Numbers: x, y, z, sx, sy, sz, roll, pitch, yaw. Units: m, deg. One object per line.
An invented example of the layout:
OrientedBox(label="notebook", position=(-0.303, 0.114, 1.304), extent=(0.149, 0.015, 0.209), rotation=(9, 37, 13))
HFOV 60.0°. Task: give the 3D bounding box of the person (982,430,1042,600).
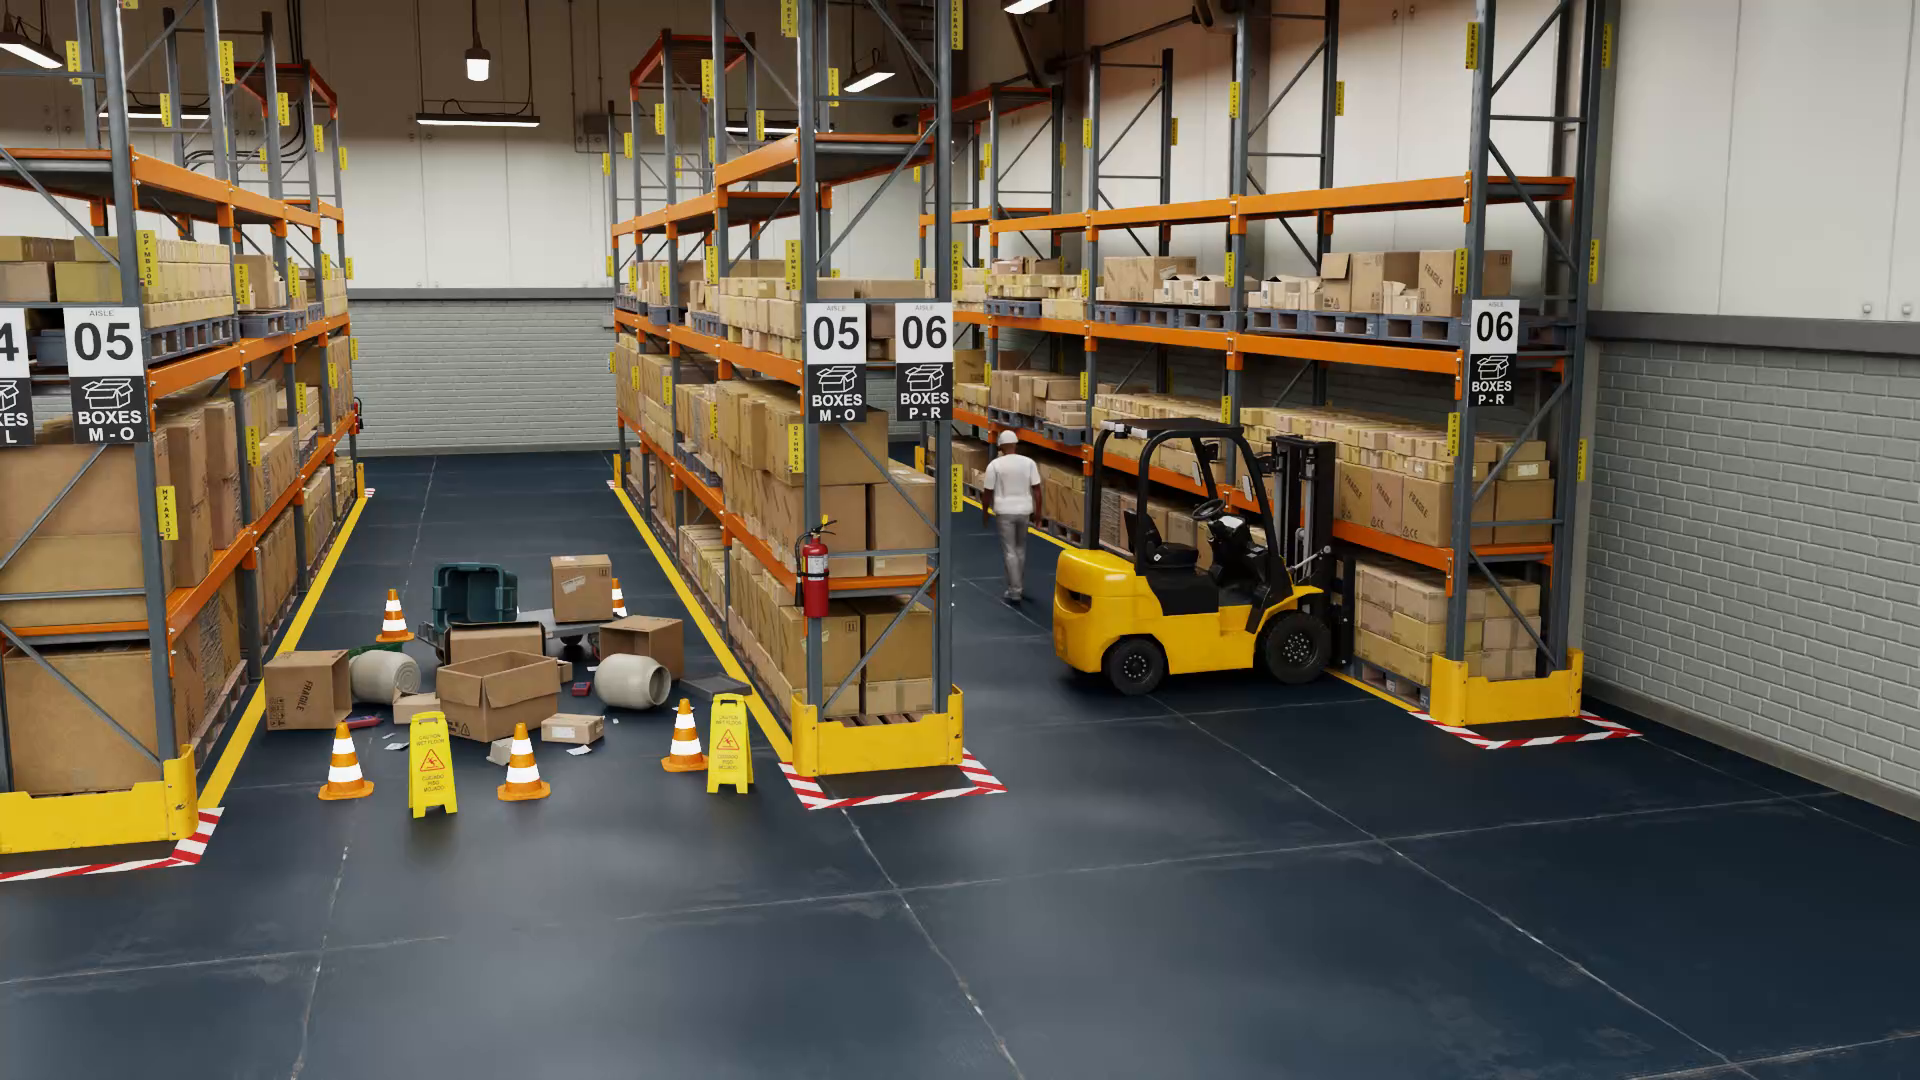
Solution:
OrientedBox(label="person", position=(0.549, -0.228, 17.330), extent=(0.598, 1.825, 0.703), rotation=(-3, 10, -16))
